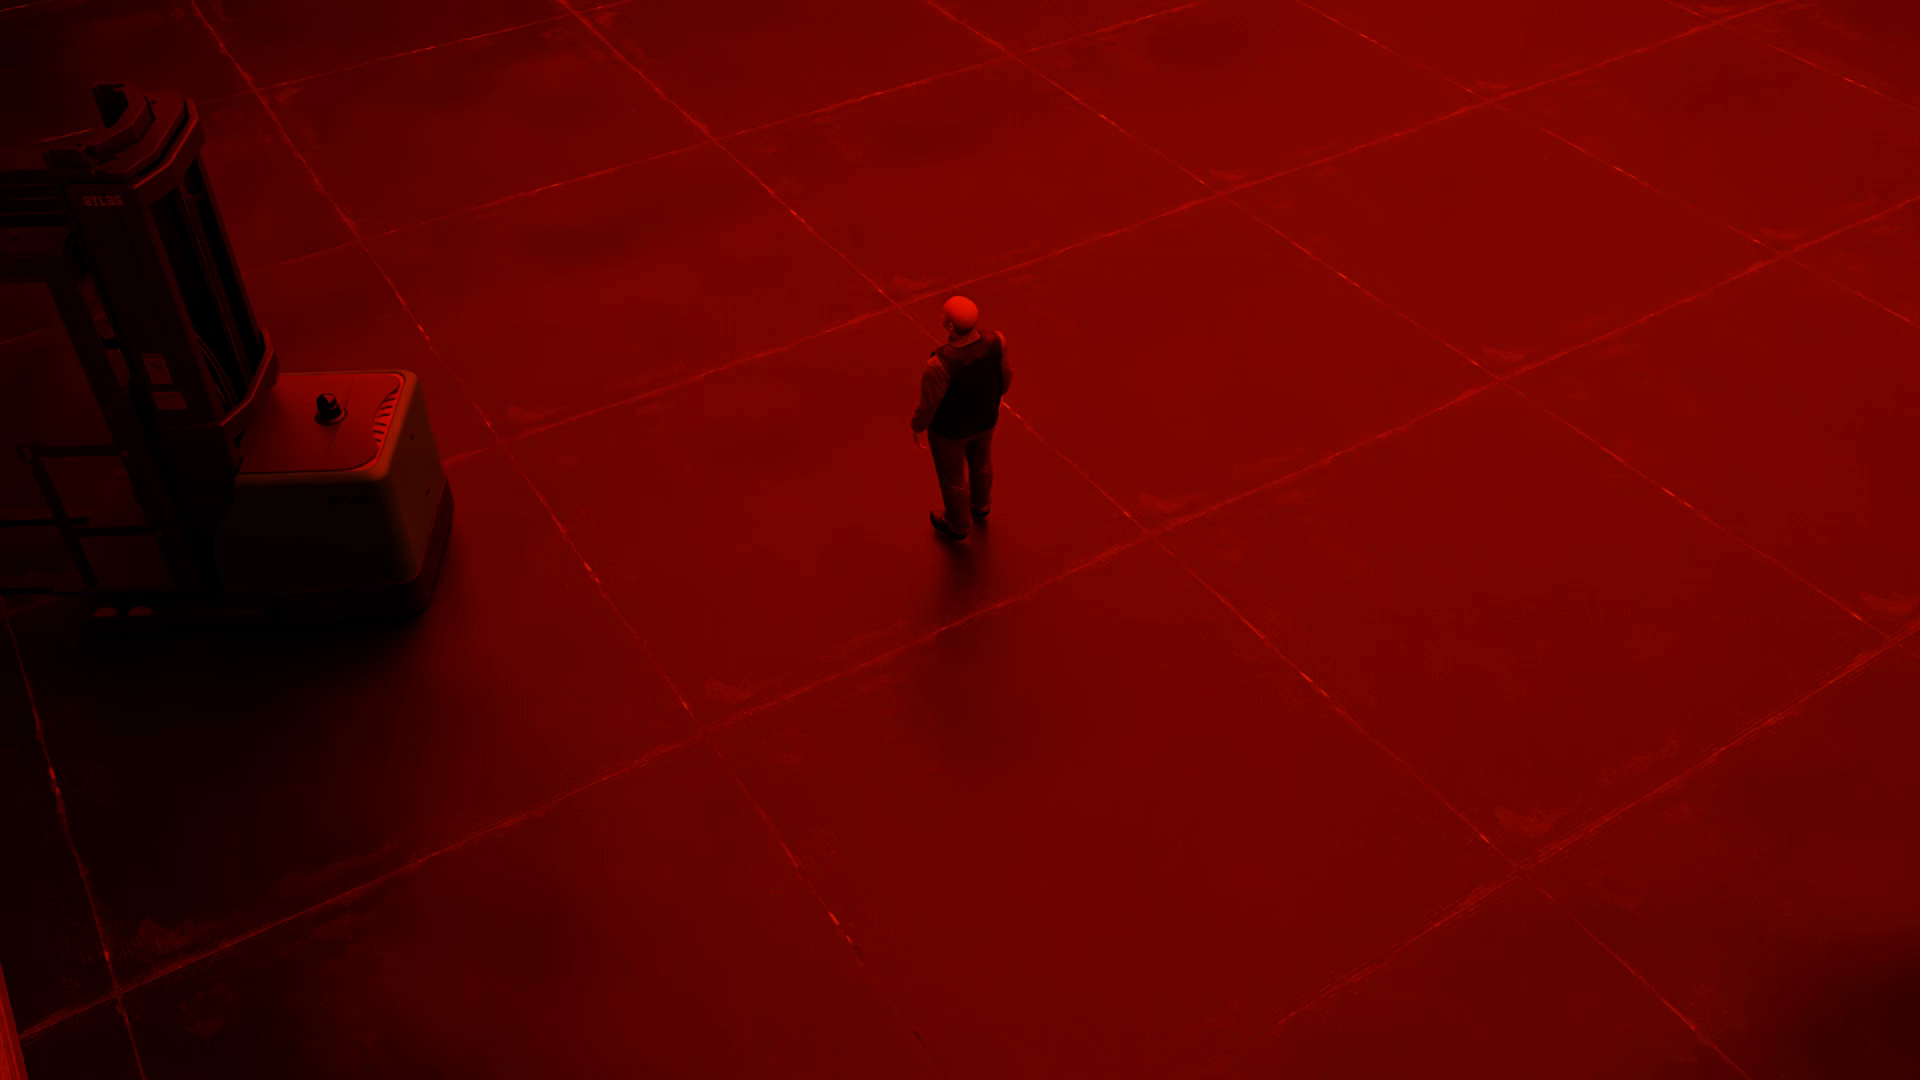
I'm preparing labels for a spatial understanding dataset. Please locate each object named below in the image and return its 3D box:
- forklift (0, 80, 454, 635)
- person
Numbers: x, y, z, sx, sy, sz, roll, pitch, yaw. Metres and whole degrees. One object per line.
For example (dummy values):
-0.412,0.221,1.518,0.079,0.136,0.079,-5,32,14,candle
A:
-4.597,-0.919,8.922,3.031,2.935,1.130,-2,41,-2,forklift
-0.028,-0.721,9.543,0.633,1.722,0.566,-23,46,-24,person
